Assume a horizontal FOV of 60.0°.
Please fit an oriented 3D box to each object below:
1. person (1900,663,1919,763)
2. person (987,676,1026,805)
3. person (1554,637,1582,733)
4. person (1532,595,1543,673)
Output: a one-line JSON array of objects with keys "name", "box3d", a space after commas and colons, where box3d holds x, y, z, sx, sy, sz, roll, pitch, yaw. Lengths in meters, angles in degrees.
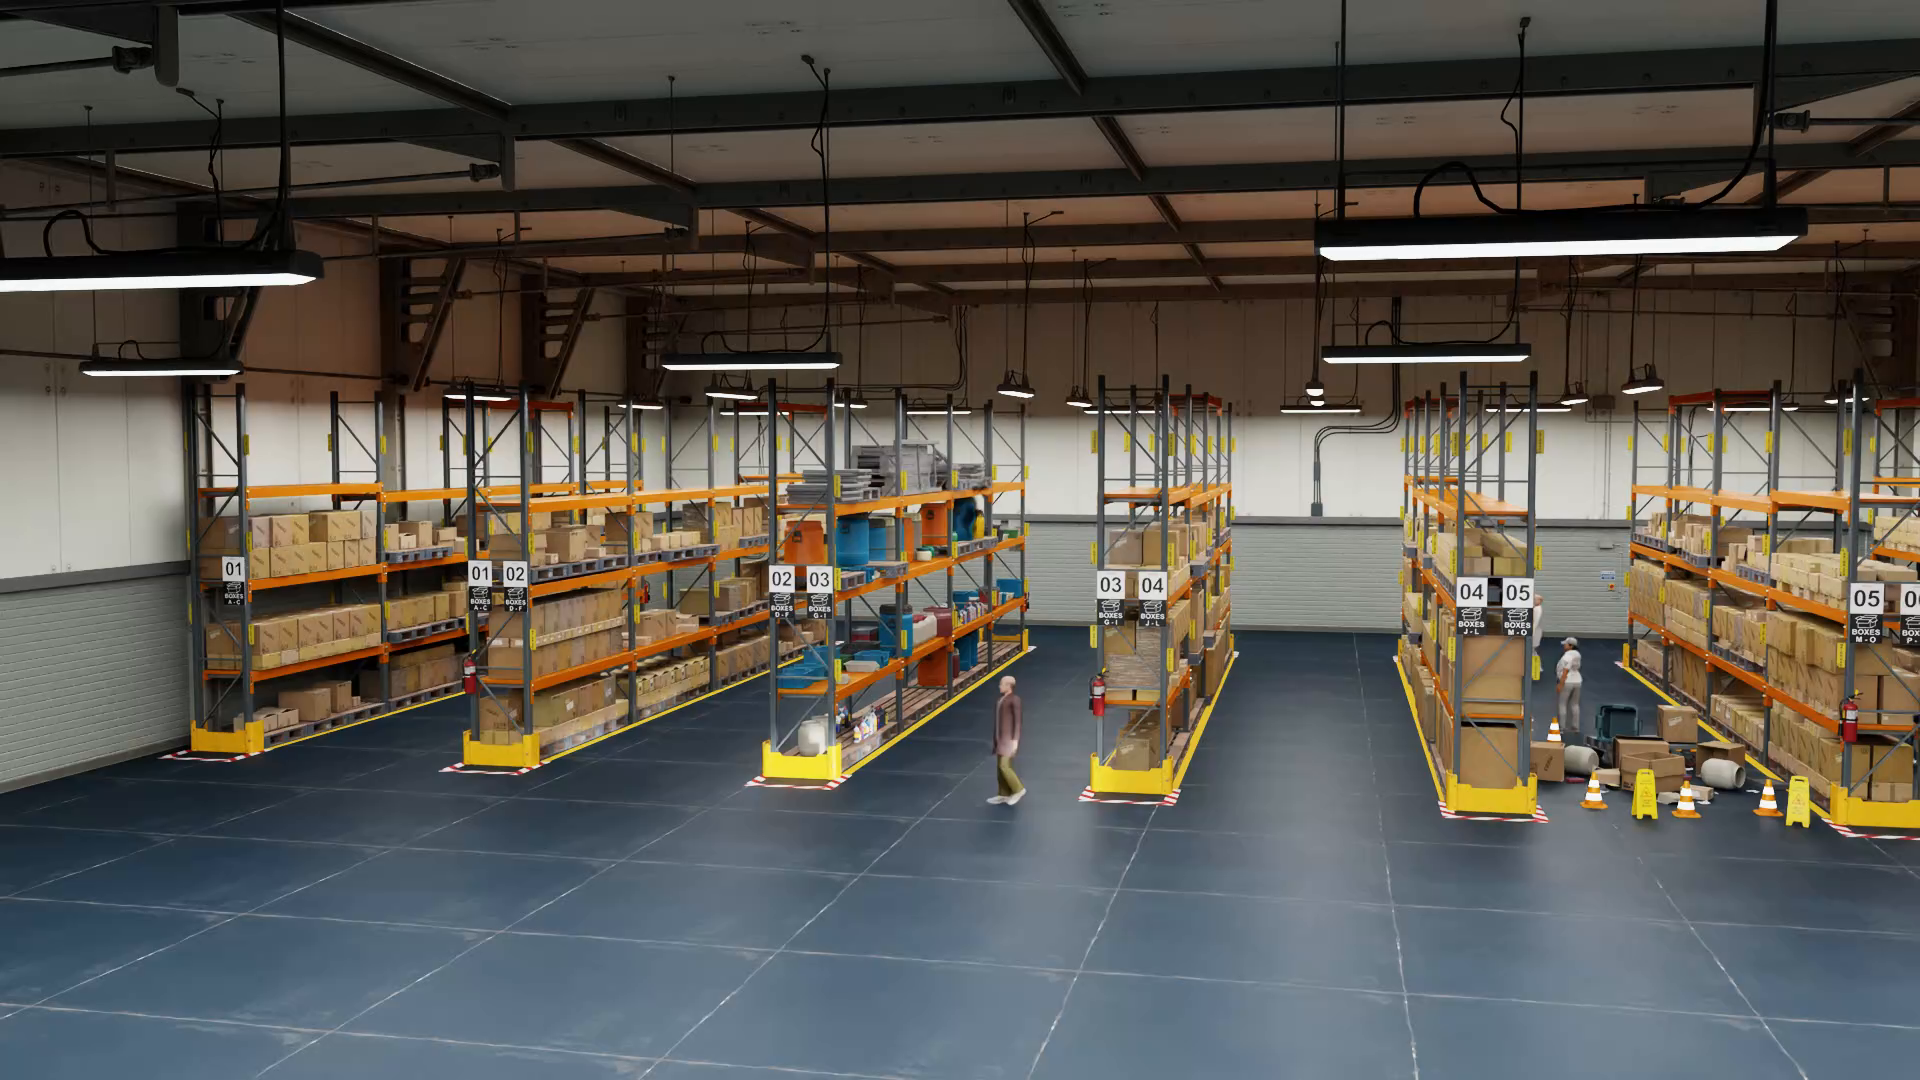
[{"name": "person", "box3d": [14.916, 2.734, 26.201, 0.633, 1.580, 0.893, 1, 3, 14]}, {"name": "person", "box3d": [0.646, 2.781, 23.112, 0.502, 1.781, 0.633, -1, 4, -23]}, {"name": "person", "box3d": [10.589, 2.533, 28.935, 0.527, 1.684, 0.398, -2, 4, -25]}, {"name": "person", "box3d": [12.324, 2.069, 35.841, 0.526, 1.796, 0.619, 3, 4, 38]}]
